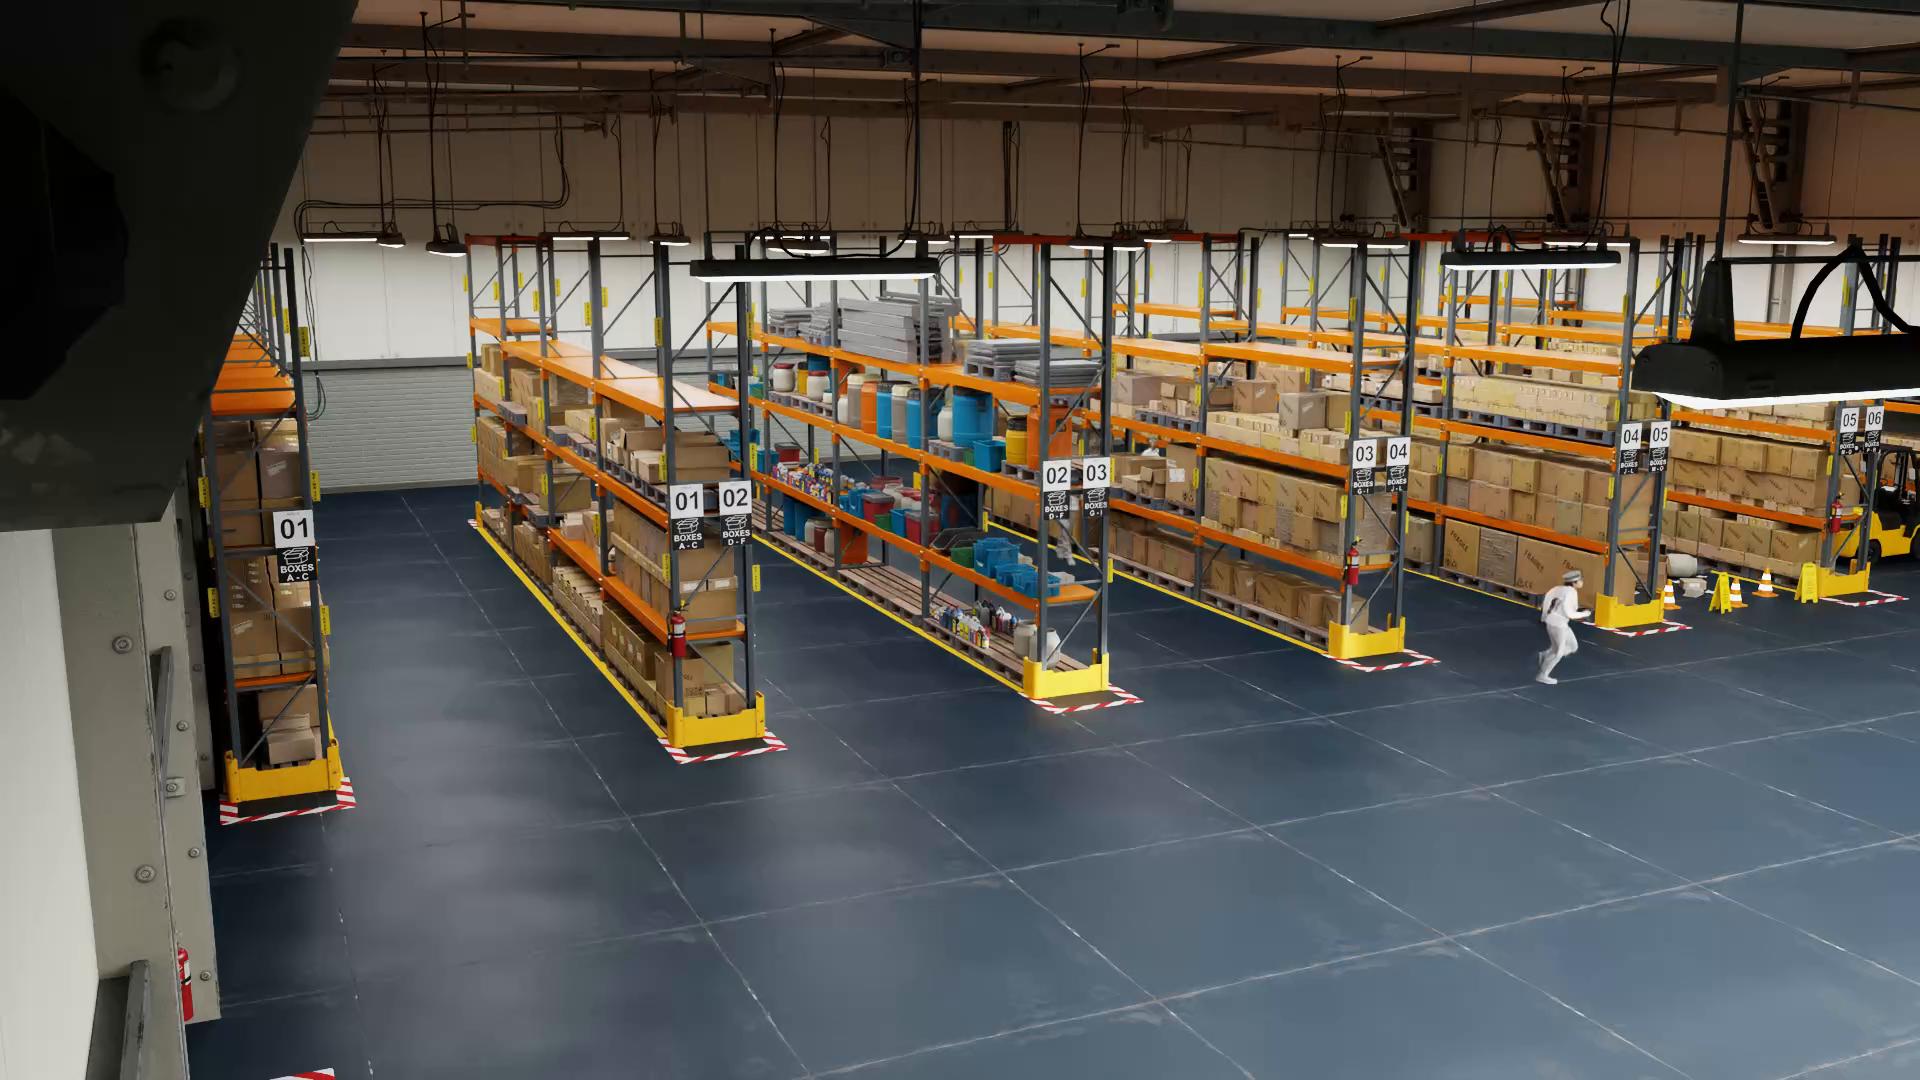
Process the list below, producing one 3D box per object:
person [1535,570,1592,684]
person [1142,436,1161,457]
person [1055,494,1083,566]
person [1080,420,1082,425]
[{"bbox_3d":[8.275,1.190,22.755,0.663,1.617,0.599,4,12,18],"label":"person"},{"bbox_3d":[4.207,-1.437,36.200,0.632,1.661,0.869,-5,12,-23],"label":"person"},{"bbox_3d":[1.918,-0.498,29.518,0.665,1.821,0.874,-4,12,-20],"label":"person"},{"bbox_3d":[3.081,-2.365,41.432,0.477,1.513,0.637,-6,13,-30],"label":"person"}]
